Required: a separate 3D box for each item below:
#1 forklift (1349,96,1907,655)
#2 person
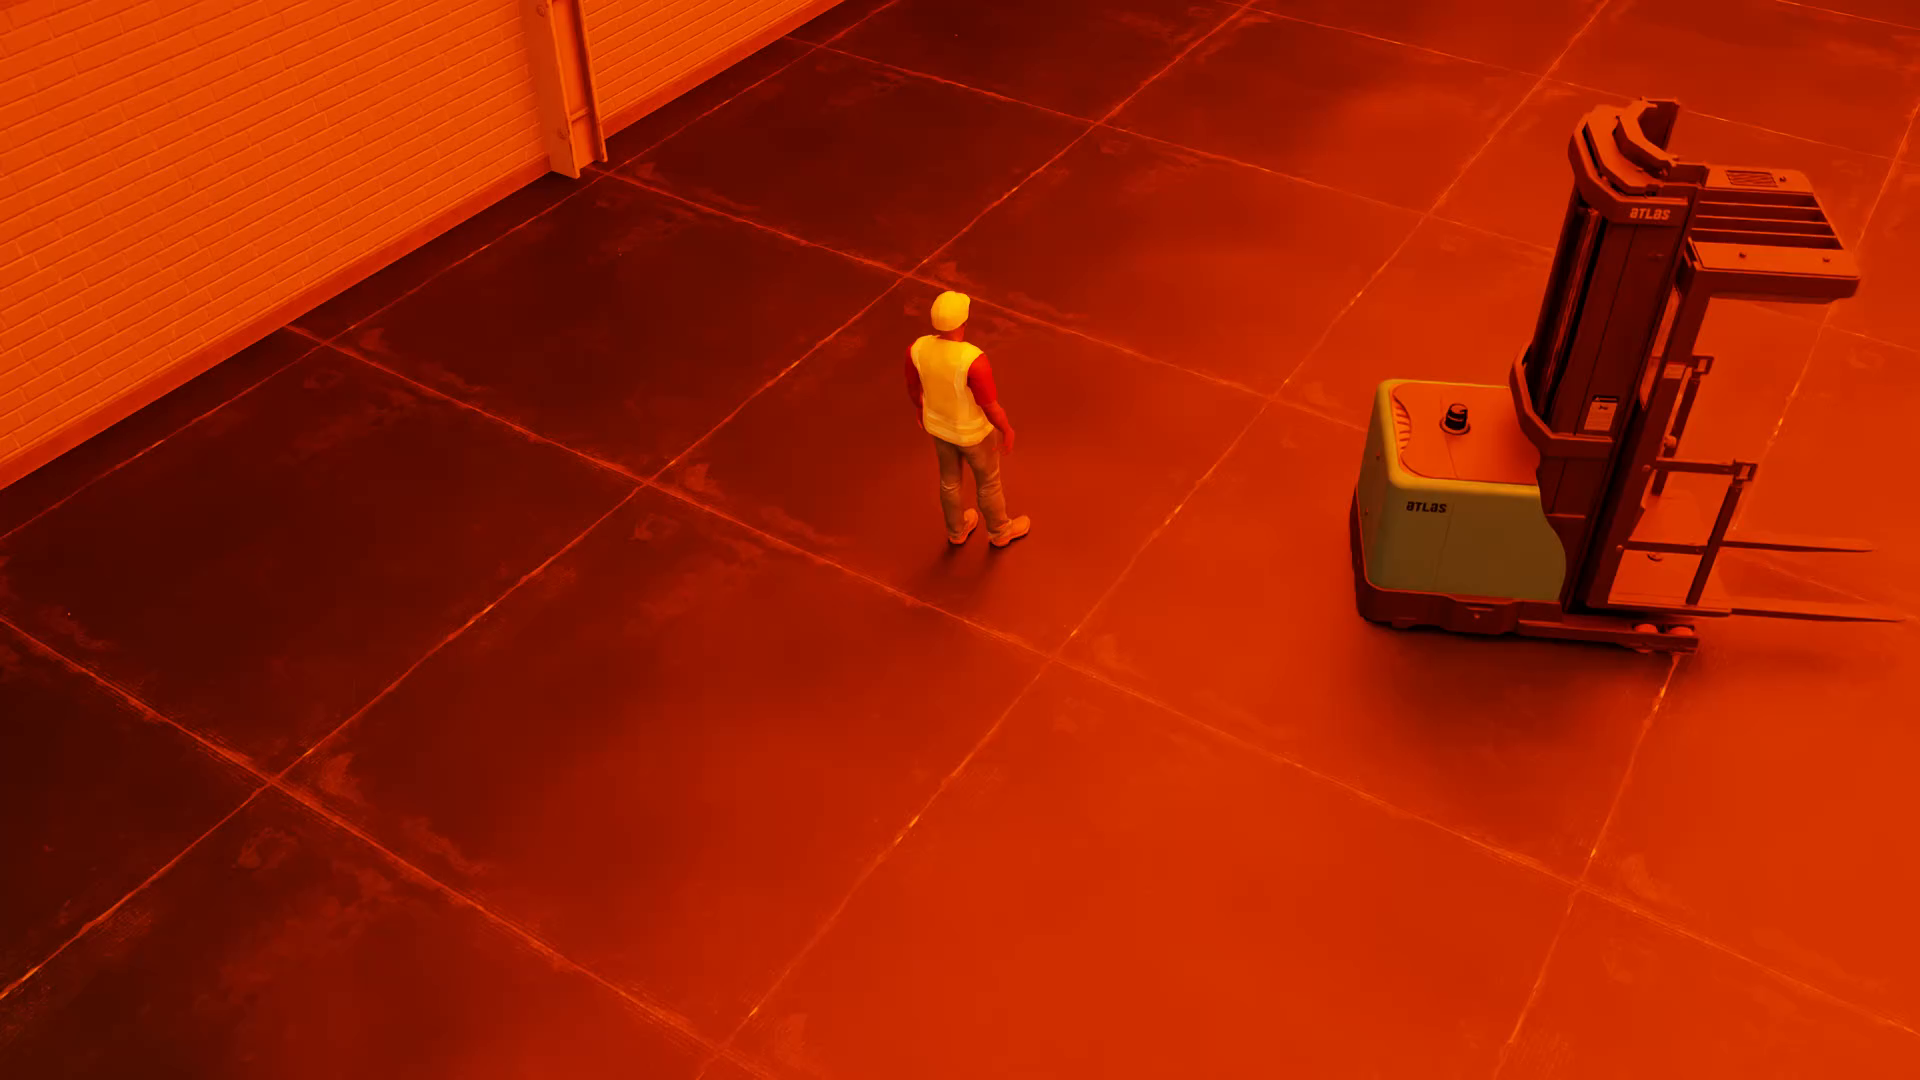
[{"bbox_3d":[3.867,-0.828,8.944,3.031,2.935,1.130,4,40,5],"label":"forklift"},{"bbox_3d":[0.042,-0.716,9.701,0.665,1.768,0.575,22,45,24],"label":"person"}]
